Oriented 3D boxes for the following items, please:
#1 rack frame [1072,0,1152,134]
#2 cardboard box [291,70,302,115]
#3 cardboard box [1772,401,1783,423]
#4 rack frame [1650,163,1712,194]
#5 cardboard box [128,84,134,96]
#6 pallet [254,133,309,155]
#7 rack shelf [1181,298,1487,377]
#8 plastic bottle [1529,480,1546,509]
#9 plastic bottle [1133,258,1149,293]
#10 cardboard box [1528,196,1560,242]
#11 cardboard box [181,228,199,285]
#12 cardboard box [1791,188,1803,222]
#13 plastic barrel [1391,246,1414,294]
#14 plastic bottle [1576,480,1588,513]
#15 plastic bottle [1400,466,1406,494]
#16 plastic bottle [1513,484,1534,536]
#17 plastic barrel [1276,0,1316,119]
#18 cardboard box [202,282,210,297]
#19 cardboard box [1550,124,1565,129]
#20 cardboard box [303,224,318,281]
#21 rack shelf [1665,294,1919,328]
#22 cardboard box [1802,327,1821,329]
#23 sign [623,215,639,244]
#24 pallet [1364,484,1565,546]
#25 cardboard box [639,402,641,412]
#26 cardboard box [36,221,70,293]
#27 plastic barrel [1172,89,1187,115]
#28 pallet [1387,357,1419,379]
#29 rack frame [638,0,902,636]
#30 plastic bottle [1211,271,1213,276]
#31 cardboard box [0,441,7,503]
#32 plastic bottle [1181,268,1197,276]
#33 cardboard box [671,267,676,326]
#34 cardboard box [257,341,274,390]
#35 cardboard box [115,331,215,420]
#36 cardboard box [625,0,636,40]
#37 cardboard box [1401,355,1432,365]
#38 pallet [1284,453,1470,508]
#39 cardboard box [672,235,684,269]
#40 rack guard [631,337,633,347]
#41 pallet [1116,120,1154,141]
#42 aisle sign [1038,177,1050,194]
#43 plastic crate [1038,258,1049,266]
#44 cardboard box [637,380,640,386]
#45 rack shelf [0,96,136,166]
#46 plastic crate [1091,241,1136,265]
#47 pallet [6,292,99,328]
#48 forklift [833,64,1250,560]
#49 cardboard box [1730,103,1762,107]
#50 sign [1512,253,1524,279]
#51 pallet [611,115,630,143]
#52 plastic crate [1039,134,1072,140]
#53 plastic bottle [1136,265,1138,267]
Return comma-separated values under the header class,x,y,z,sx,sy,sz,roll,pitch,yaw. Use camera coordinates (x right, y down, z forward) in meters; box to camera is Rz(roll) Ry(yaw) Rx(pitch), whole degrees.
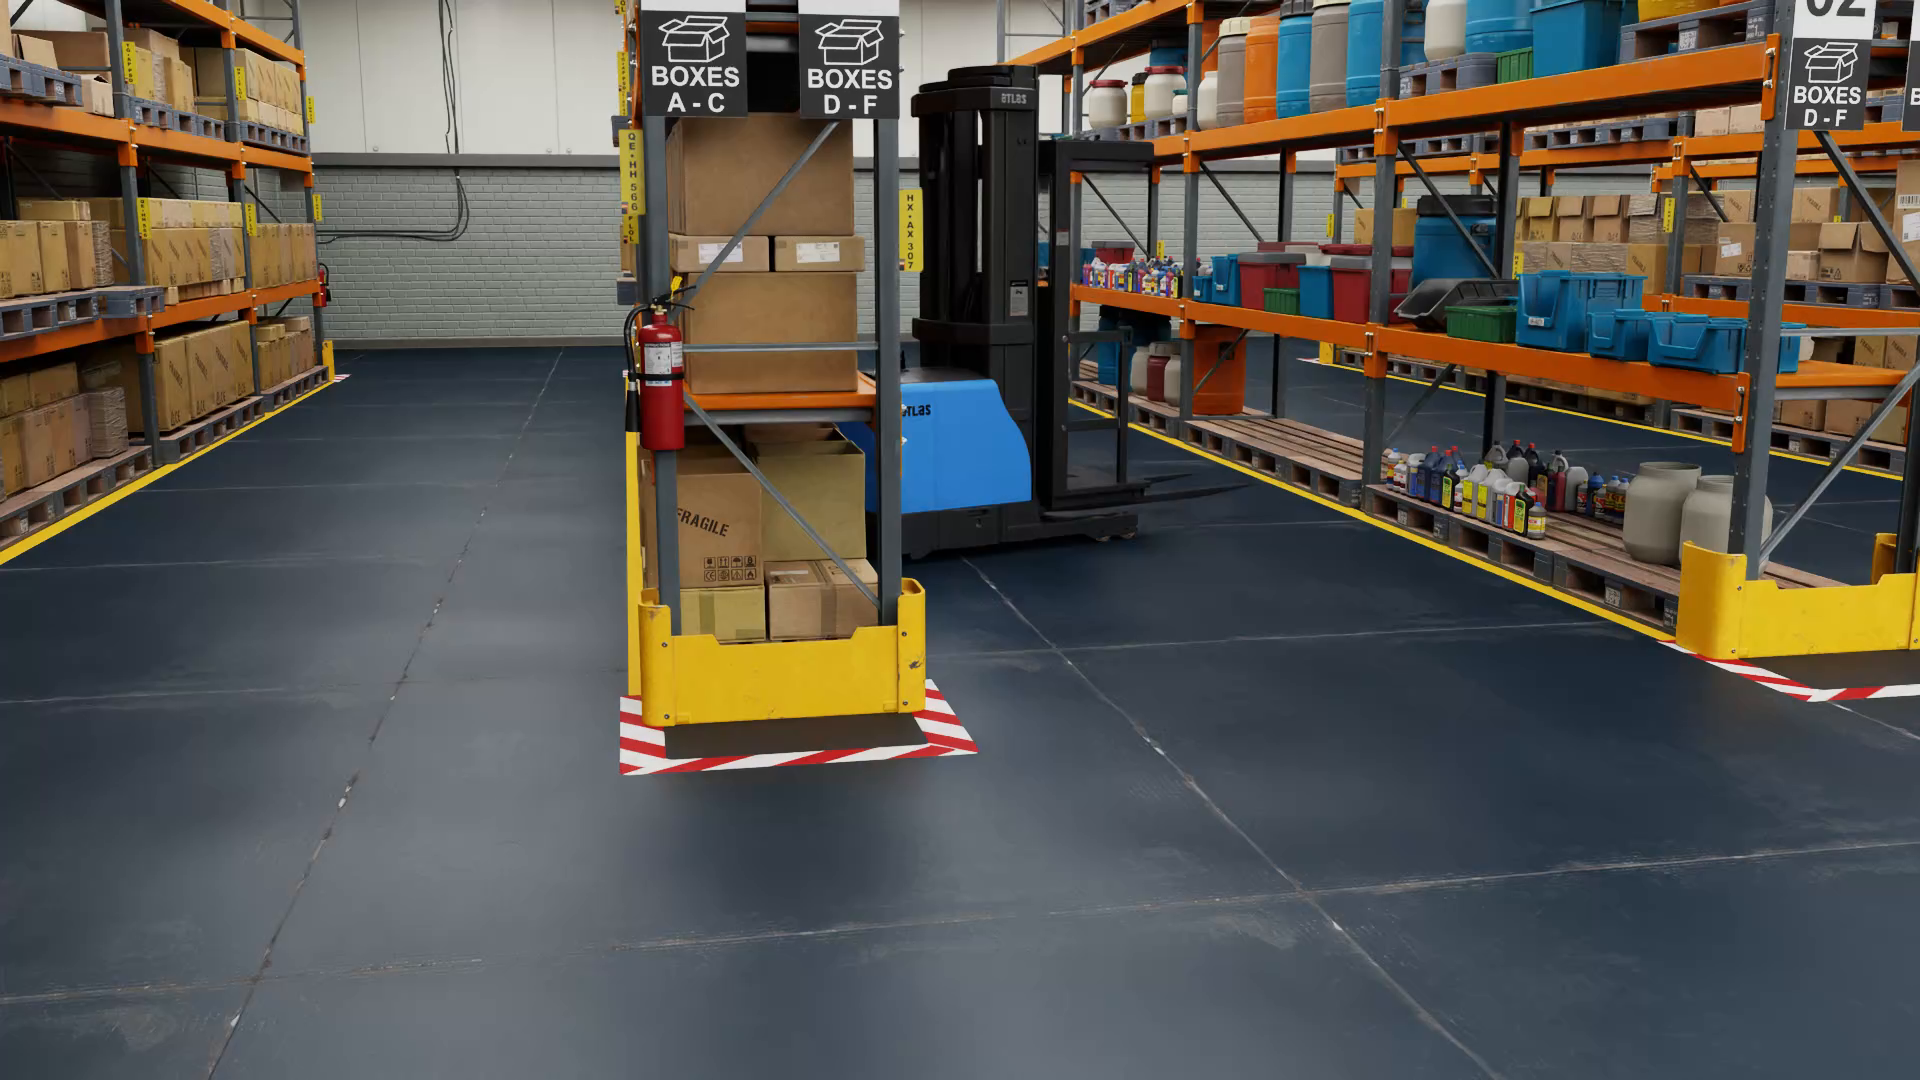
class,x,y,z,sx,sy,sz,roll,pitch,yaw
rack frame,1.780,-6.101,18.683,1.000,3.000,0.127,-2,11,-11
cardboard box,-8.306,-5.426,20.167,0.500,0.500,0.500,-2,11,-11
cardboard box,7.687,-1.365,15.354,0.700,0.500,0.500,-3,11,-16
rack frame,10.745,-4.229,24.895,1.000,3.000,0.127,-2,11,-11
cardboard box,-7.465,-3.981,14.122,0.700,0.500,0.500,-3,11,-14
pallet,-8.561,-4.821,20.220,1.003,0.211,1.213,-2,11,-11
rack shelf,2.947,-1.700,13.529,1.077,0.370,4.000,-2,11,-11
plastic bottle,3.409,-0.207,9.848,0.061,0.283,0.133,-2,11,-11
plastic bottle,1.849,-2.695,16.965,0.144,0.351,0.185,-2,11,-11
cardboard box,6.893,-3.633,18.809,0.797,0.503,0.637,-2,11,-10
cardboard box,-7.191,-2.551,14.959,0.500,0.500,0.500,-2,11,-11
cardboard box,11.061,-4.353,21.808,0.500,0.500,0.500,-2,11,-13
plastic barrel,3.365,-1.937,12.486,0.433,0.535,0.433,0,11,0
plastic bottle,3.922,-0.275,10.428,0.097,0.201,0.097,0,11,0
plastic bottle,3.008,-0.416,11.169,0.097,0.201,0.097,0,11,0
plastic bottle,3.286,-0.176,9.688,0.061,0.283,0.133,-2,11,-10
plastic barrel,2.770,-3.732,12.917,0.600,0.901,0.708,-2,11,-11
cardboard box,-7.390,-2.394,15.868,0.380,0.149,0.250,-2,11,-13
cardboard box,6.781,-4.612,18.430,0.380,0.149,0.250,-3,11,-13
cardboard box,-8.607,-3.581,20.688,0.980,0.700,0.700,-2,11,-8
rack shelf,7.805,-1.880,14.476,1.077,0.370,4.000,-2,11,-11
cardboard box,11.110,-2.695,21.744,0.380,0.149,0.250,-2,11,-10
sign,-2.054,-2.015,10.378,0.100,0.325,0.005,-2,11,-11
pallet,3.426,-0.192,11.140,1.003,0.211,1.213,-2,11,-11
cardboard box,-1.635,-0.543,9.753,0.500,0.500,0.500,-2,11,-11
cardboard box,-6.794,-2.012,11.799,0.700,0.500,0.500,-2,11,-11
plastic barrel,2.206,-4.223,16.088,0.301,0.262,0.301,0,11,0
pallet,6.327,-2.331,22.376,1.003,0.211,1.213,-2,11,-11
rack frame,-0.745,-0.773,6.738,1.000,3.000,0.127,-2,11,-11
plastic bottle,2.611,-2.668,17.001,0.061,0.283,0.133,-2,11,-11
cardboard box,-6.541,-0.449,10.541,0.700,0.500,0.500,-2,11,-9
plastic bottle,2.371,-2.741,17.205,0.144,0.351,0.185,-2,11,-11
cardboard box,-1.228,-1.286,9.165,0.700,0.500,0.500,-2,11,-10
cardboard box,-7.983,-1.913,18.285,0.700,0.500,0.500,-2,11,-10
cardboard box,-7.338,-1.511,15.237,0.750,0.750,0.750,-2,11,-11
cardboard box,-1.684,-3.203,9.714,0.500,0.500,0.500,-1,11,-6
cardboard box,6.414,-2.785,21.868,0.875,0.875,0.875,-2,11,-11
pallet,3.145,-0.459,12.545,1.003,0.211,1.213,-2,11,-11
cardboard box,-1.059,-1.252,7.251,0.380,0.149,0.250,-2,11,-10
rack guard,-3.843,-2.466,22.316,1.175,0.500,0.348,-2,11,-11
pallet,2.252,-4.186,17.152,1.003,0.211,1.213,-2,11,-11
aisle sign,1.275,-5.188,22.980,0.394,0.787,0.004,-2,11,-11
plastic crate,1.042,-3.481,21.249,0.416,0.233,0.300,-2,11,-11
cardboard box,-2.377,-1.169,13.546,0.500,0.311,0.500,-2,11,-12
rack shelf,-6.771,-2.813,11.356,1.077,0.370,4.000,-2,11,-11
plastic crate,1.852,-3.388,20.140,0.402,0.464,0.583,-2,11,-11
pallet,-6.735,-1.604,11.615,1.003,0.211,1.213,-2,11,-11
forklift,0.553,-1.505,10.764,3.031,2.935,1.130,-7,13,-32
cardboard box,7.351,-4.180,15.008,0.500,0.500,0.500,-2,11,-11
sign,3.878,-1.840,11.603,0.100,0.325,0.005,-2,11,-11
pallet,-2.817,-4.043,16.397,1.213,0.211,1.003,-2,11,-11
plastic crate,1.130,-4.885,20.634,0.437,0.282,0.530,-2,11,-11
plastic bottle,1.836,-2.692,17.128,0.061,0.283,0.133,-2,11,-11
